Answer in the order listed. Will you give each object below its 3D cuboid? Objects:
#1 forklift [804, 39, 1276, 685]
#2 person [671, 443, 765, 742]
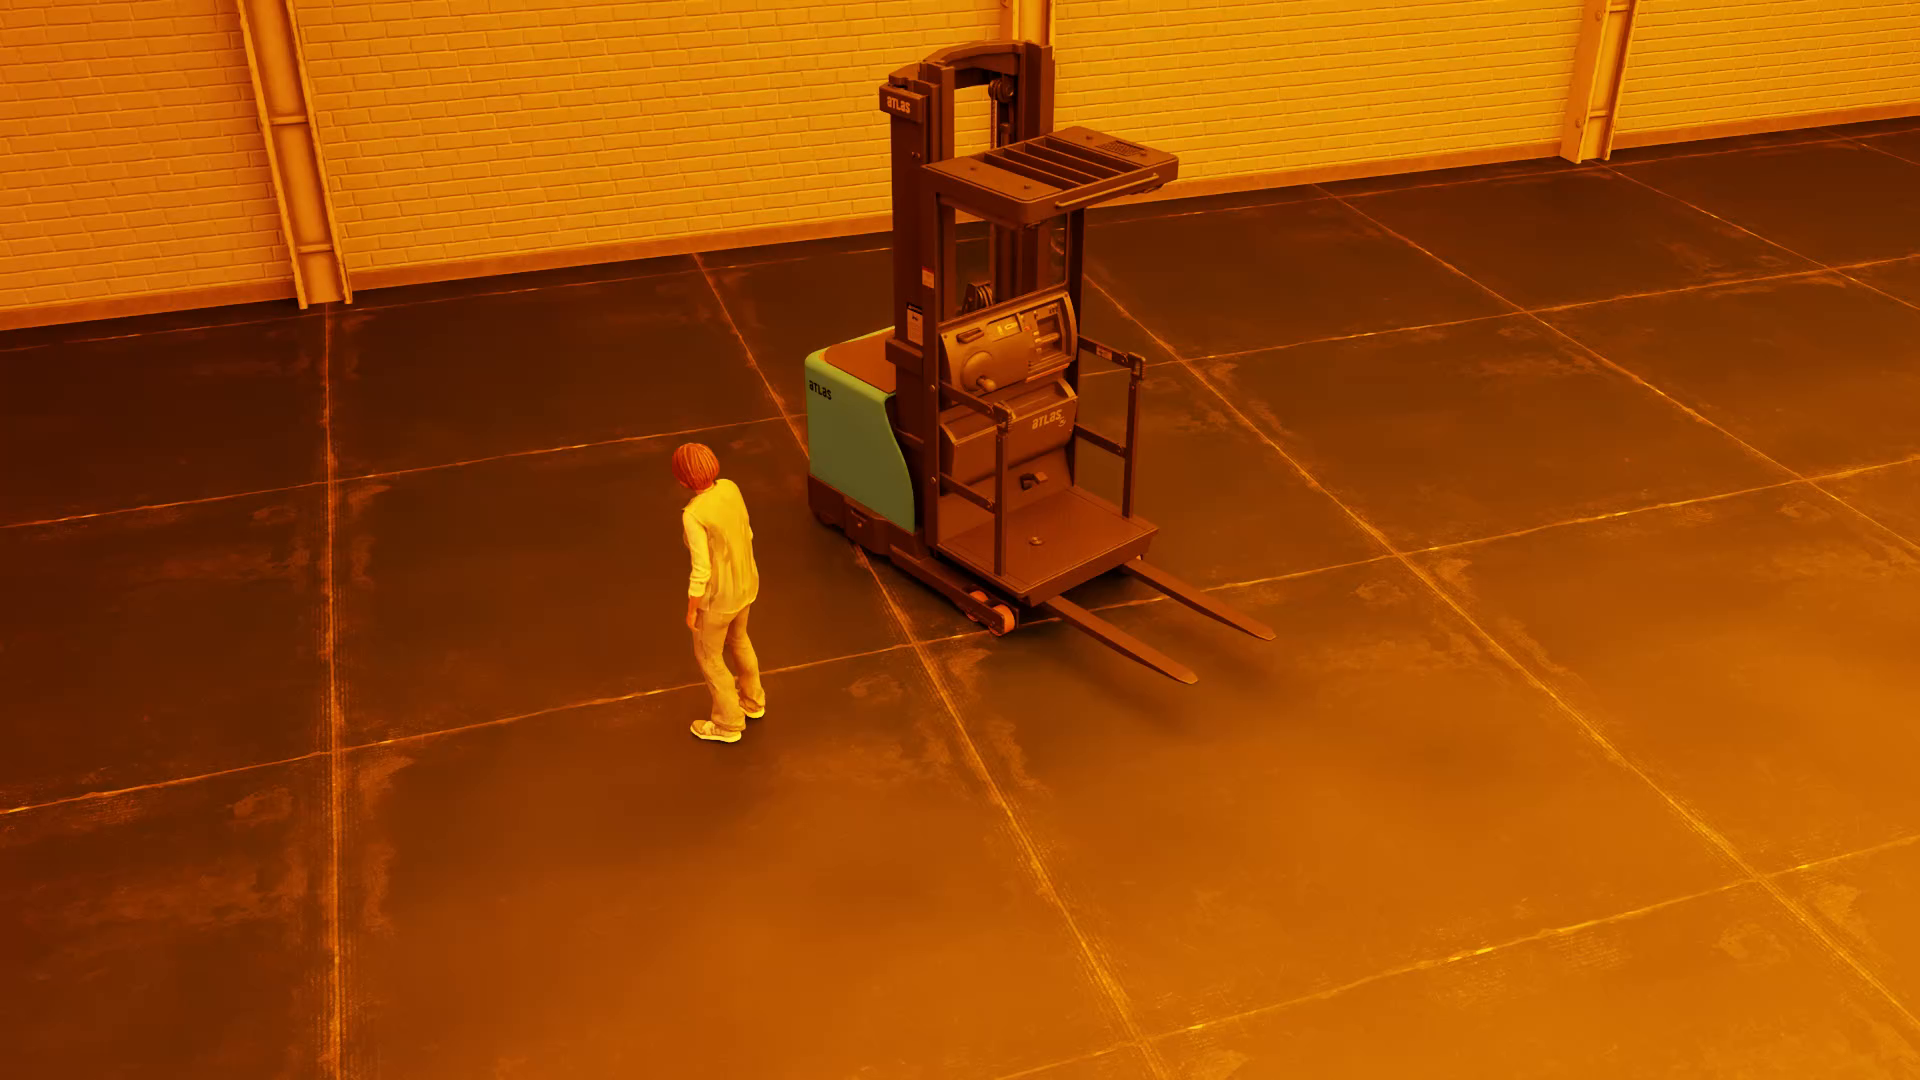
[{"bbox_3d":[0.414,-1.033,8.883,1.130,2.935,3.031,-23,37,-35],"label":"forklift"},{"bbox_3d":[-1.150,0.256,7.986,0.347,1.592,0.483,14,33,23],"label":"person"}]
